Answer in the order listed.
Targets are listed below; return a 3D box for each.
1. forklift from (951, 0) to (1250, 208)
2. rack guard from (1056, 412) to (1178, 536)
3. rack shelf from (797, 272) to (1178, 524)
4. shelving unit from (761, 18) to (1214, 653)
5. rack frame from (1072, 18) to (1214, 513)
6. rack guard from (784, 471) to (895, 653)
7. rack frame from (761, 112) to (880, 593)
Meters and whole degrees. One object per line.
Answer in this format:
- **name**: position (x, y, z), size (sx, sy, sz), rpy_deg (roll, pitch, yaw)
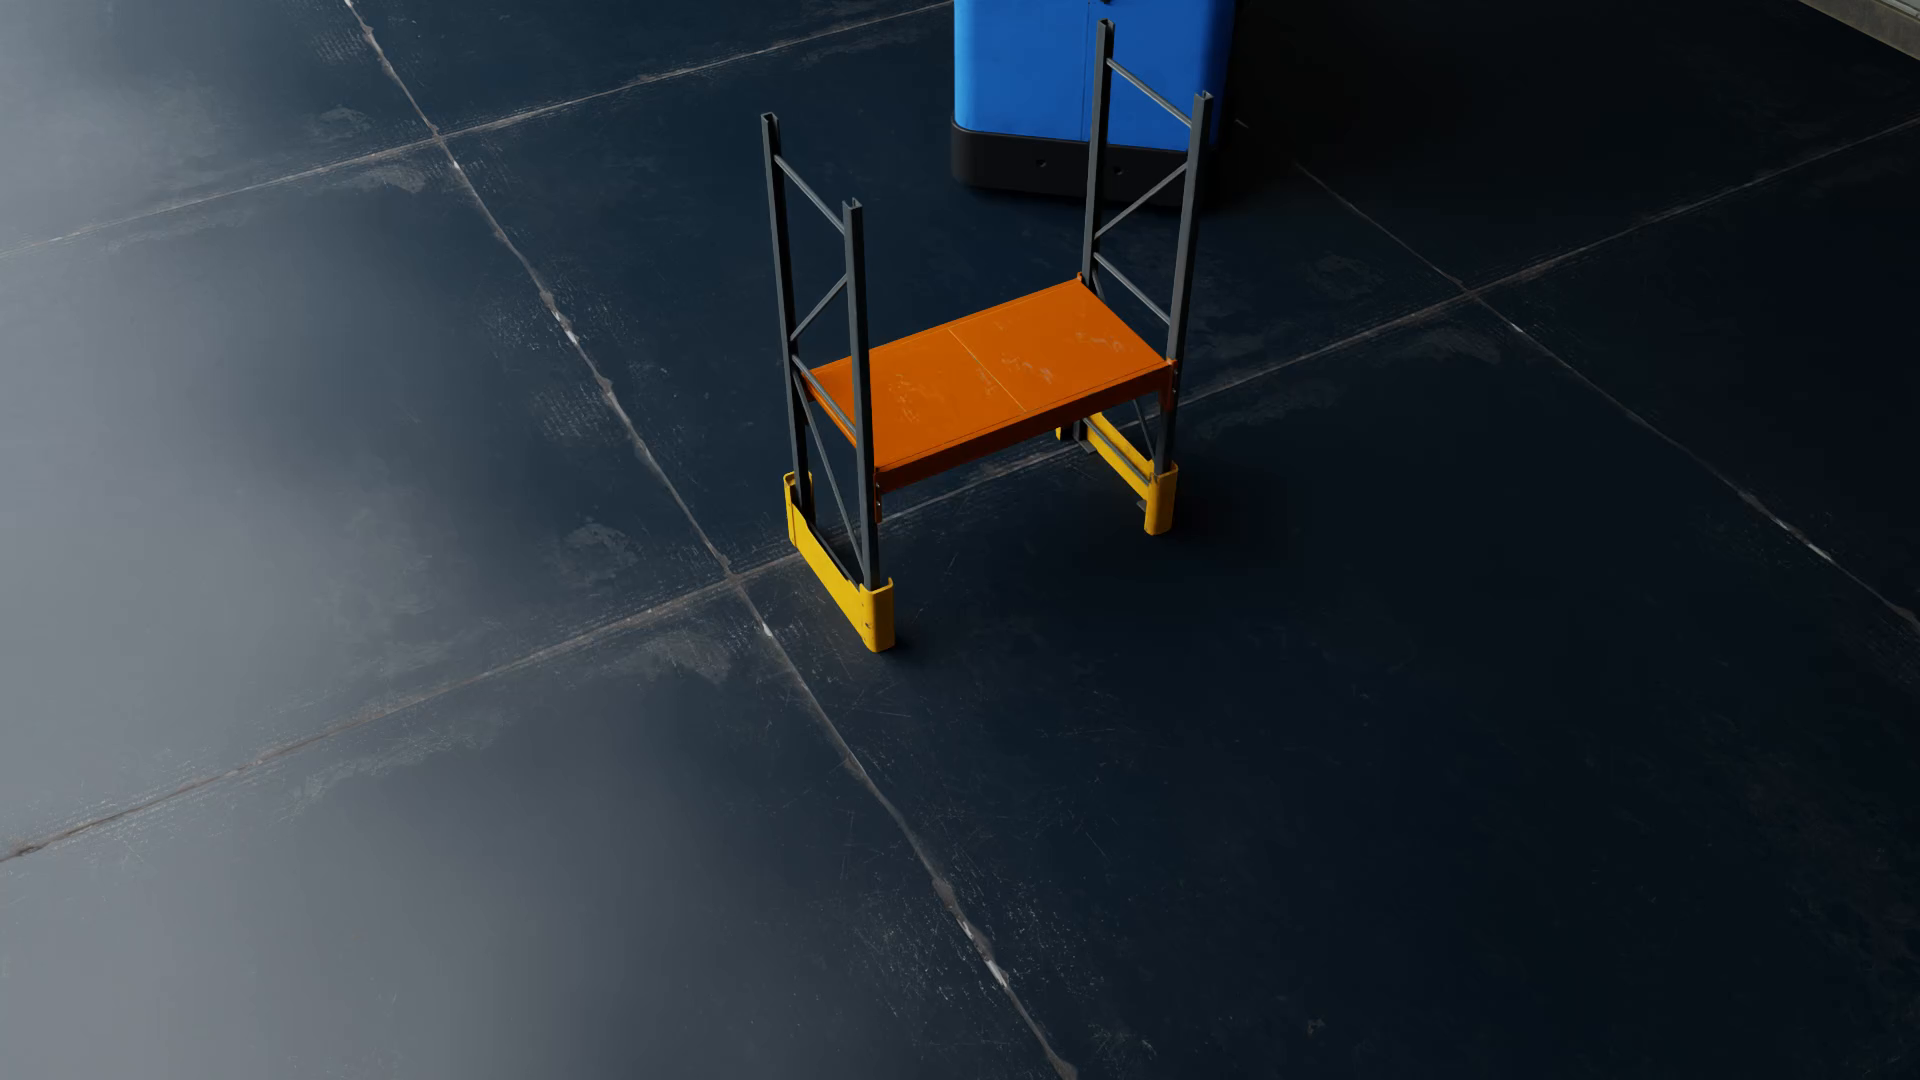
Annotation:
- **forklift**: position (0.743, -3.384, 6.632), size (1.130, 2.935, 3.031), rpy_deg (7, 45, 8)
- **rack guard**: position (0.498, -0.289, 5.368), size (0.087, 0.250, 0.587), rpy_deg (-22, 48, -21)
- **rack shelf**: position (0.074, -0.439, 4.883), size (1.000, 0.185, 0.538), rpy_deg (-22, 48, -21)
- **shelving unit**: position (0.066, -0.565, 4.755), size (1.083, 1.500, 0.587), rpy_deg (-22, 48, -21)
- **rack frame**: position (0.515, -0.744, 4.940), size (0.032, 1.500, 0.500), rpy_deg (-22, 48, -21)
- **rack guard**: position (-0.366, 0.057, 5.012), size (0.087, 0.250, 0.587), rpy_deg (-22, 48, -21)
- **rack frame**: position (-0.367, -0.391, 4.576), size (0.032, 1.500, 0.500), rpy_deg (-22, 48, -21)
